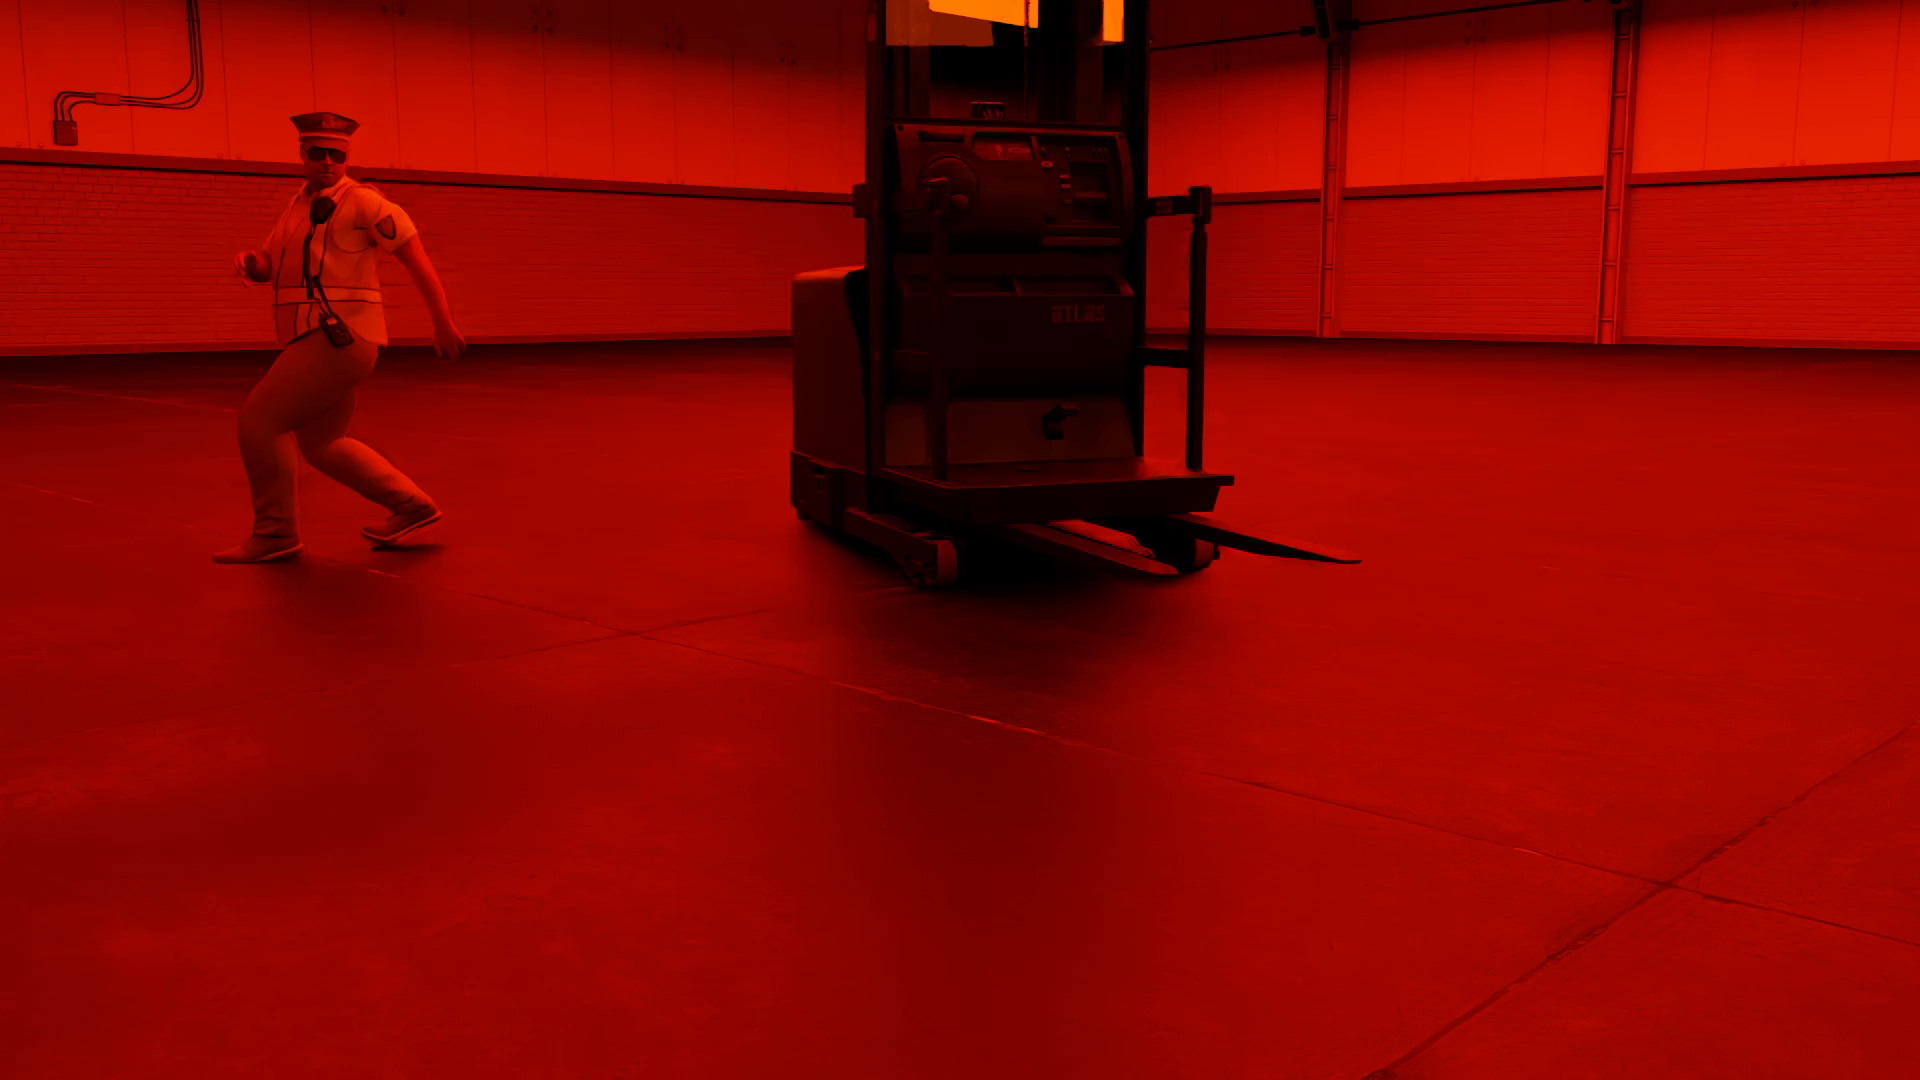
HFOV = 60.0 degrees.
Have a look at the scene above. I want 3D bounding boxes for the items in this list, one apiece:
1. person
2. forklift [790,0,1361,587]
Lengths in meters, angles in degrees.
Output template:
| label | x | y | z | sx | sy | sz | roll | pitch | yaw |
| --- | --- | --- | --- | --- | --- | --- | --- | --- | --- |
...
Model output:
| label | x | y | z | sx | sy | sz | roll | pitch | yaw |
| --- | --- | --- | --- | --- | --- | --- | --- | --- | --- |
| person | -2.390 | -0.756 | 6.299 | 0.925 | 1.673 | 0.567 | -5 | 10 | -31 |
| forklift | 0.287 | -1.359 | 5.902 | 1.130 | 2.935 | 3.031 | -3 | 9 | -22 |
